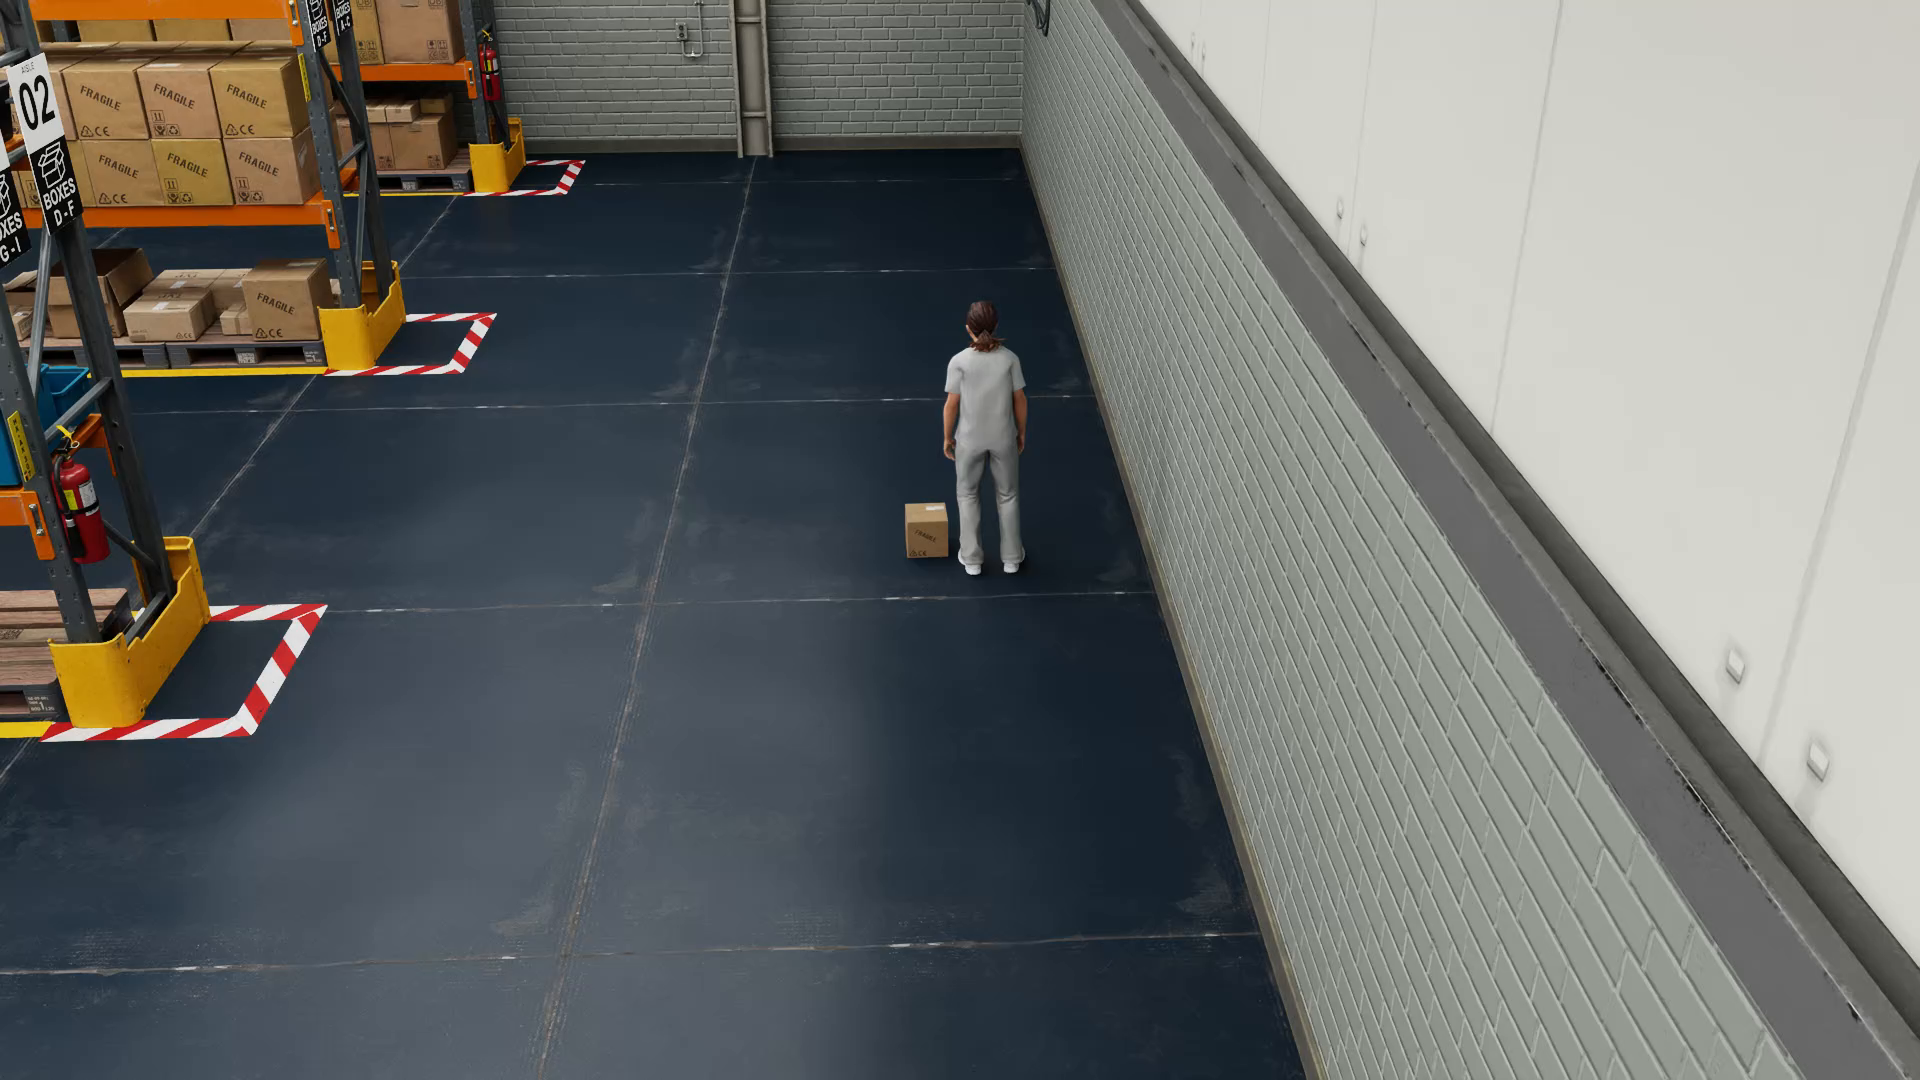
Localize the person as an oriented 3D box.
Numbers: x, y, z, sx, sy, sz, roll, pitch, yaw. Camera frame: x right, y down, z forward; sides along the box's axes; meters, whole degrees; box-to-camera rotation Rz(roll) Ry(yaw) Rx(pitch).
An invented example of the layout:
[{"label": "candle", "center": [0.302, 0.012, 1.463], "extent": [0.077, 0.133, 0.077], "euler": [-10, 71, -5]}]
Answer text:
[{"label": "person", "center": [0.155, -0.585, 9.739], "extent": [0.515, 1.672, 0.353], "euler": [-3, 28, -5]}]
